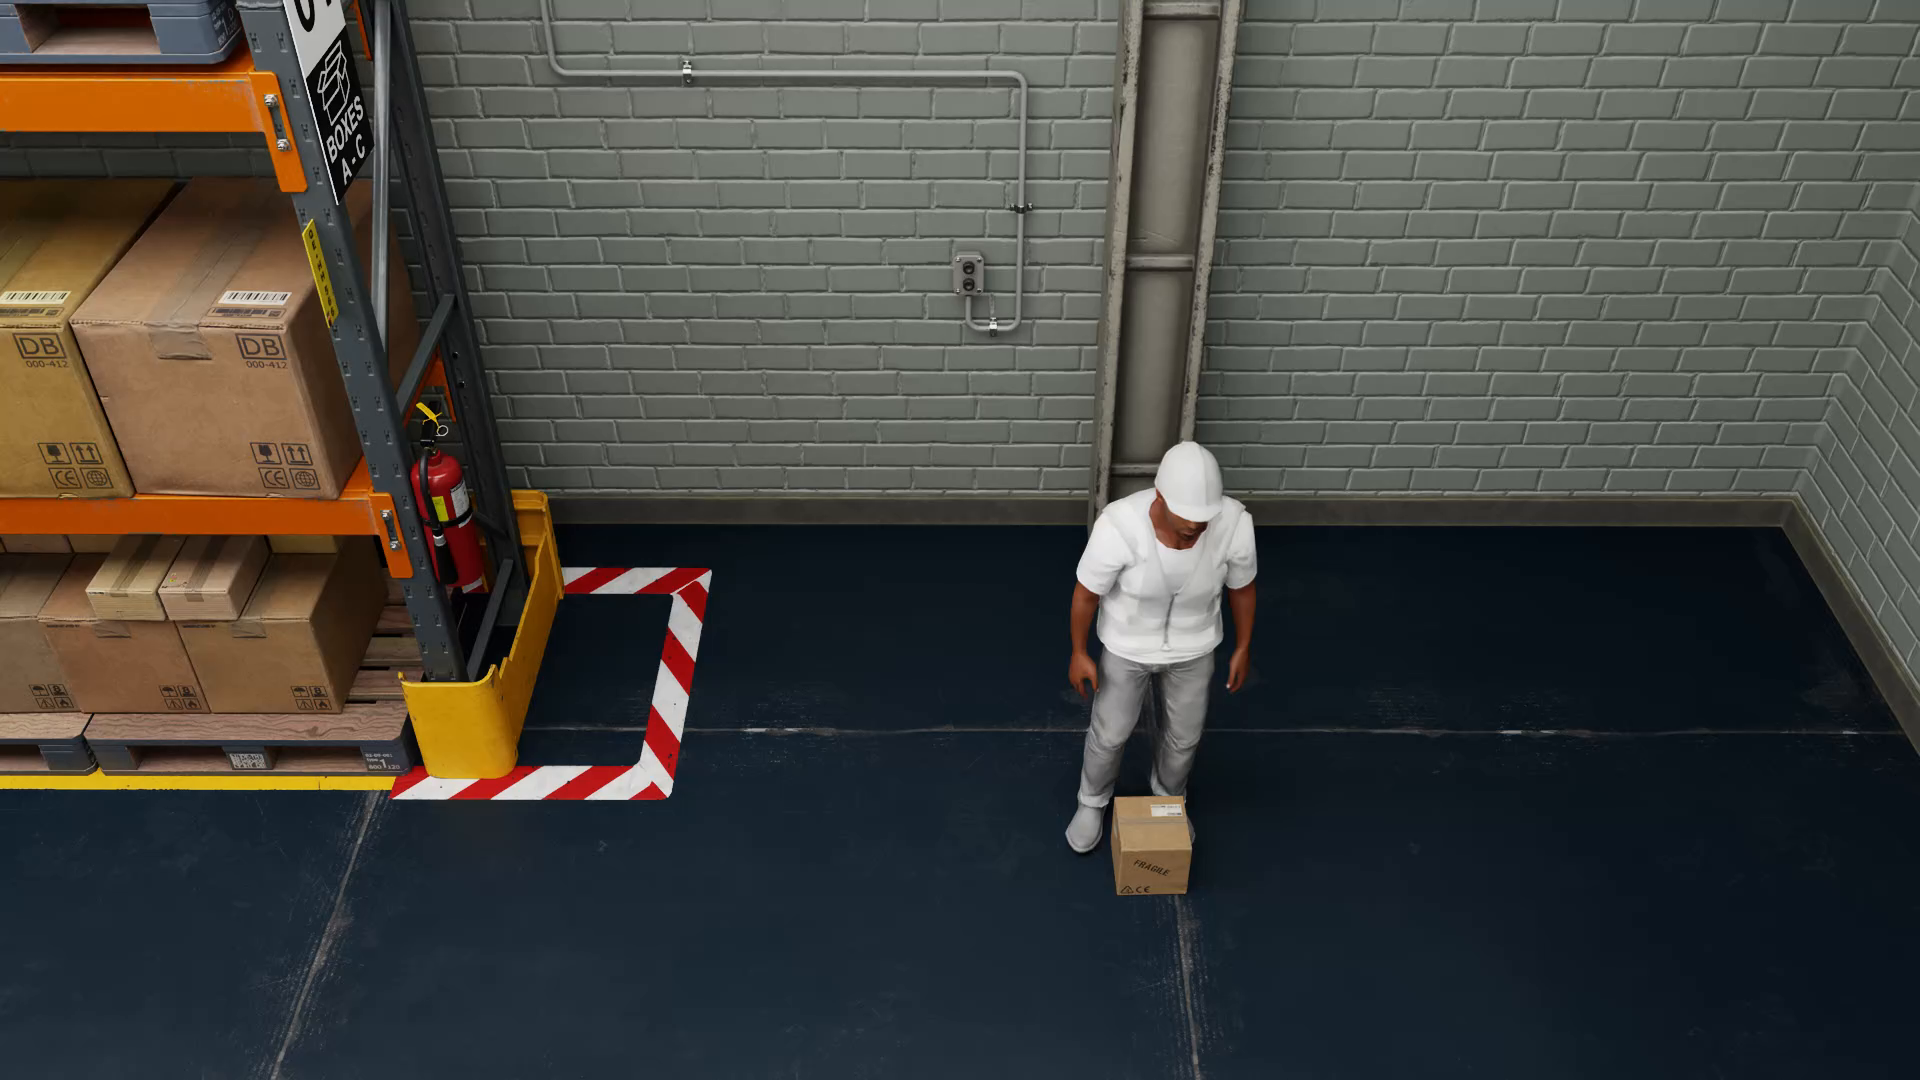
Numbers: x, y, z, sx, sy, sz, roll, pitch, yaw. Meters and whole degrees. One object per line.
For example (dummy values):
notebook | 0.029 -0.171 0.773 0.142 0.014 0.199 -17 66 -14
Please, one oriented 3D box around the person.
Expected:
person | 0.687 0.100 5.465 0.636 1.060 0.454 -2 39 -2
